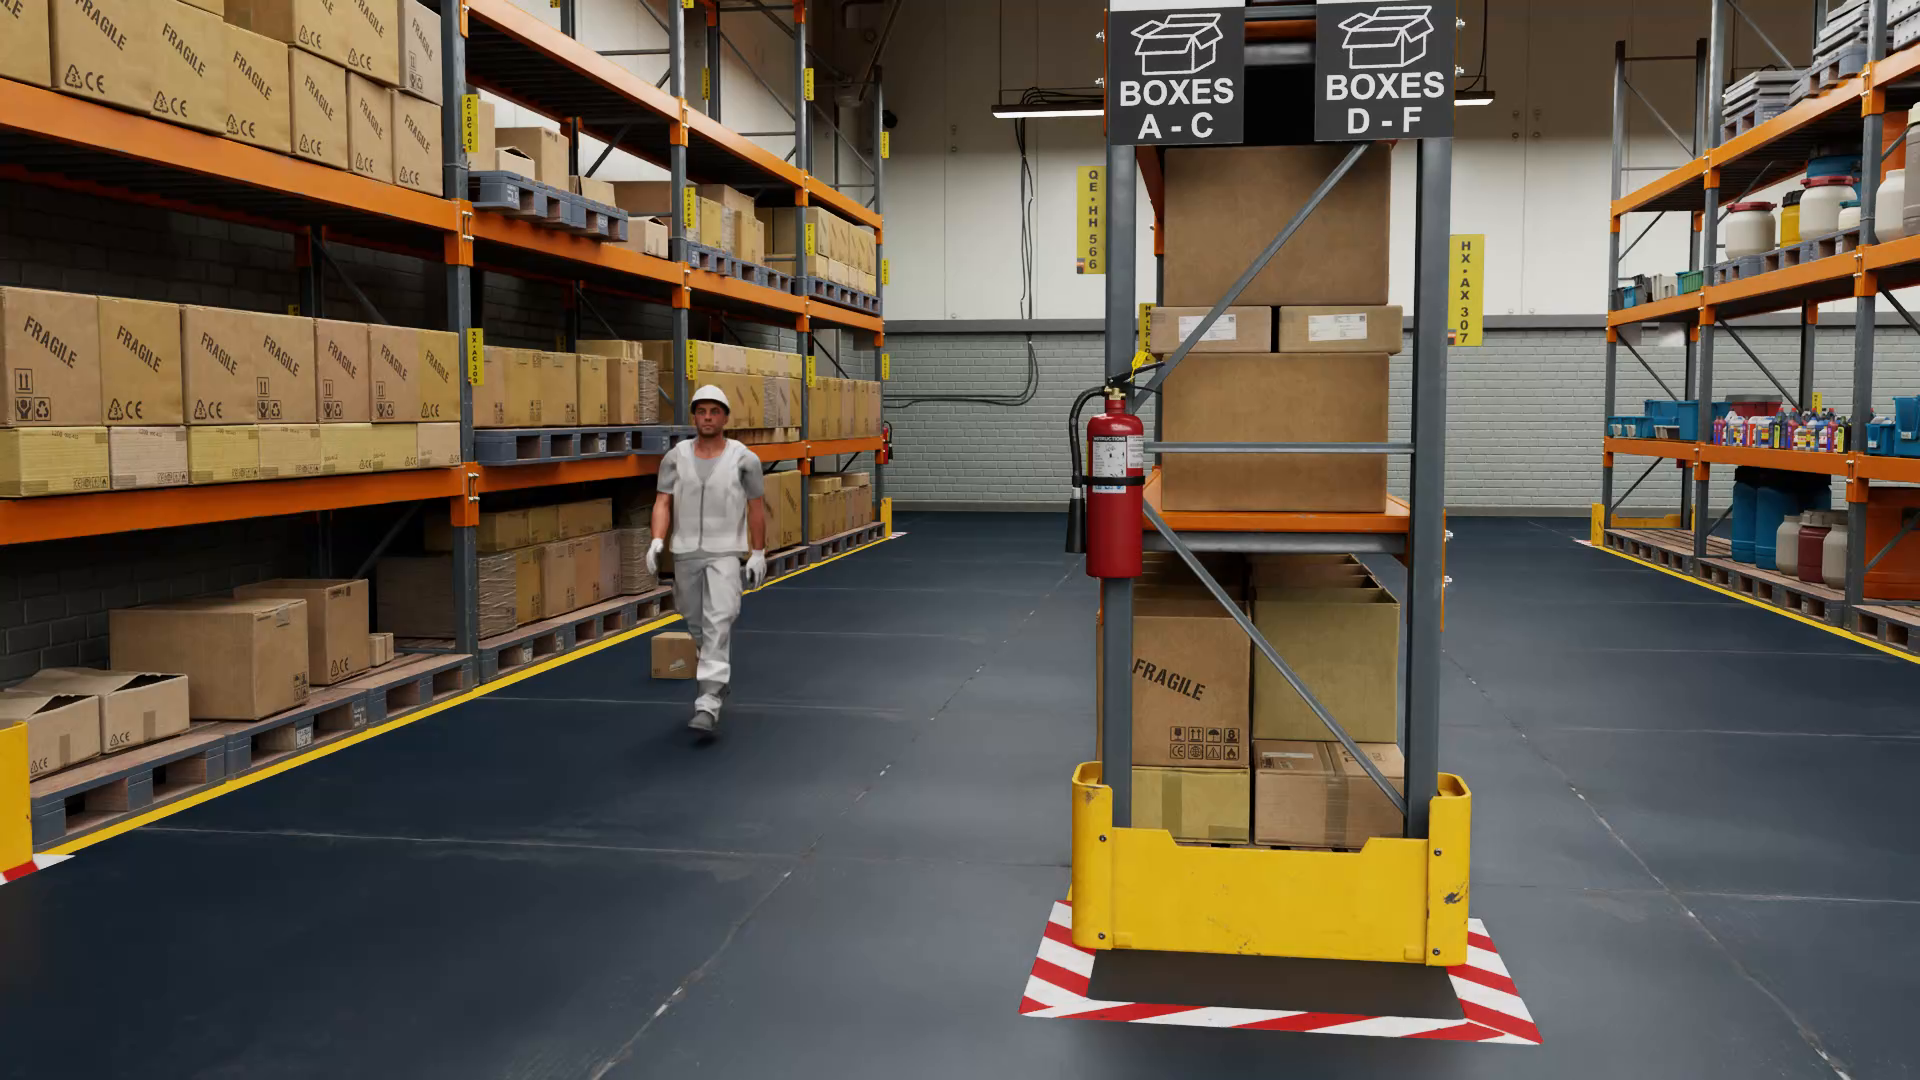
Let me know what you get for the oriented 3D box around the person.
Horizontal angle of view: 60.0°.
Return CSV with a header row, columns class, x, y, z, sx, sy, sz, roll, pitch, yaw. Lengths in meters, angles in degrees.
class,x,y,z,sx,sy,sz,roll,pitch,yaw
person,-1.298,0.078,8.482,0.538,1.735,1.089,1,4,8
